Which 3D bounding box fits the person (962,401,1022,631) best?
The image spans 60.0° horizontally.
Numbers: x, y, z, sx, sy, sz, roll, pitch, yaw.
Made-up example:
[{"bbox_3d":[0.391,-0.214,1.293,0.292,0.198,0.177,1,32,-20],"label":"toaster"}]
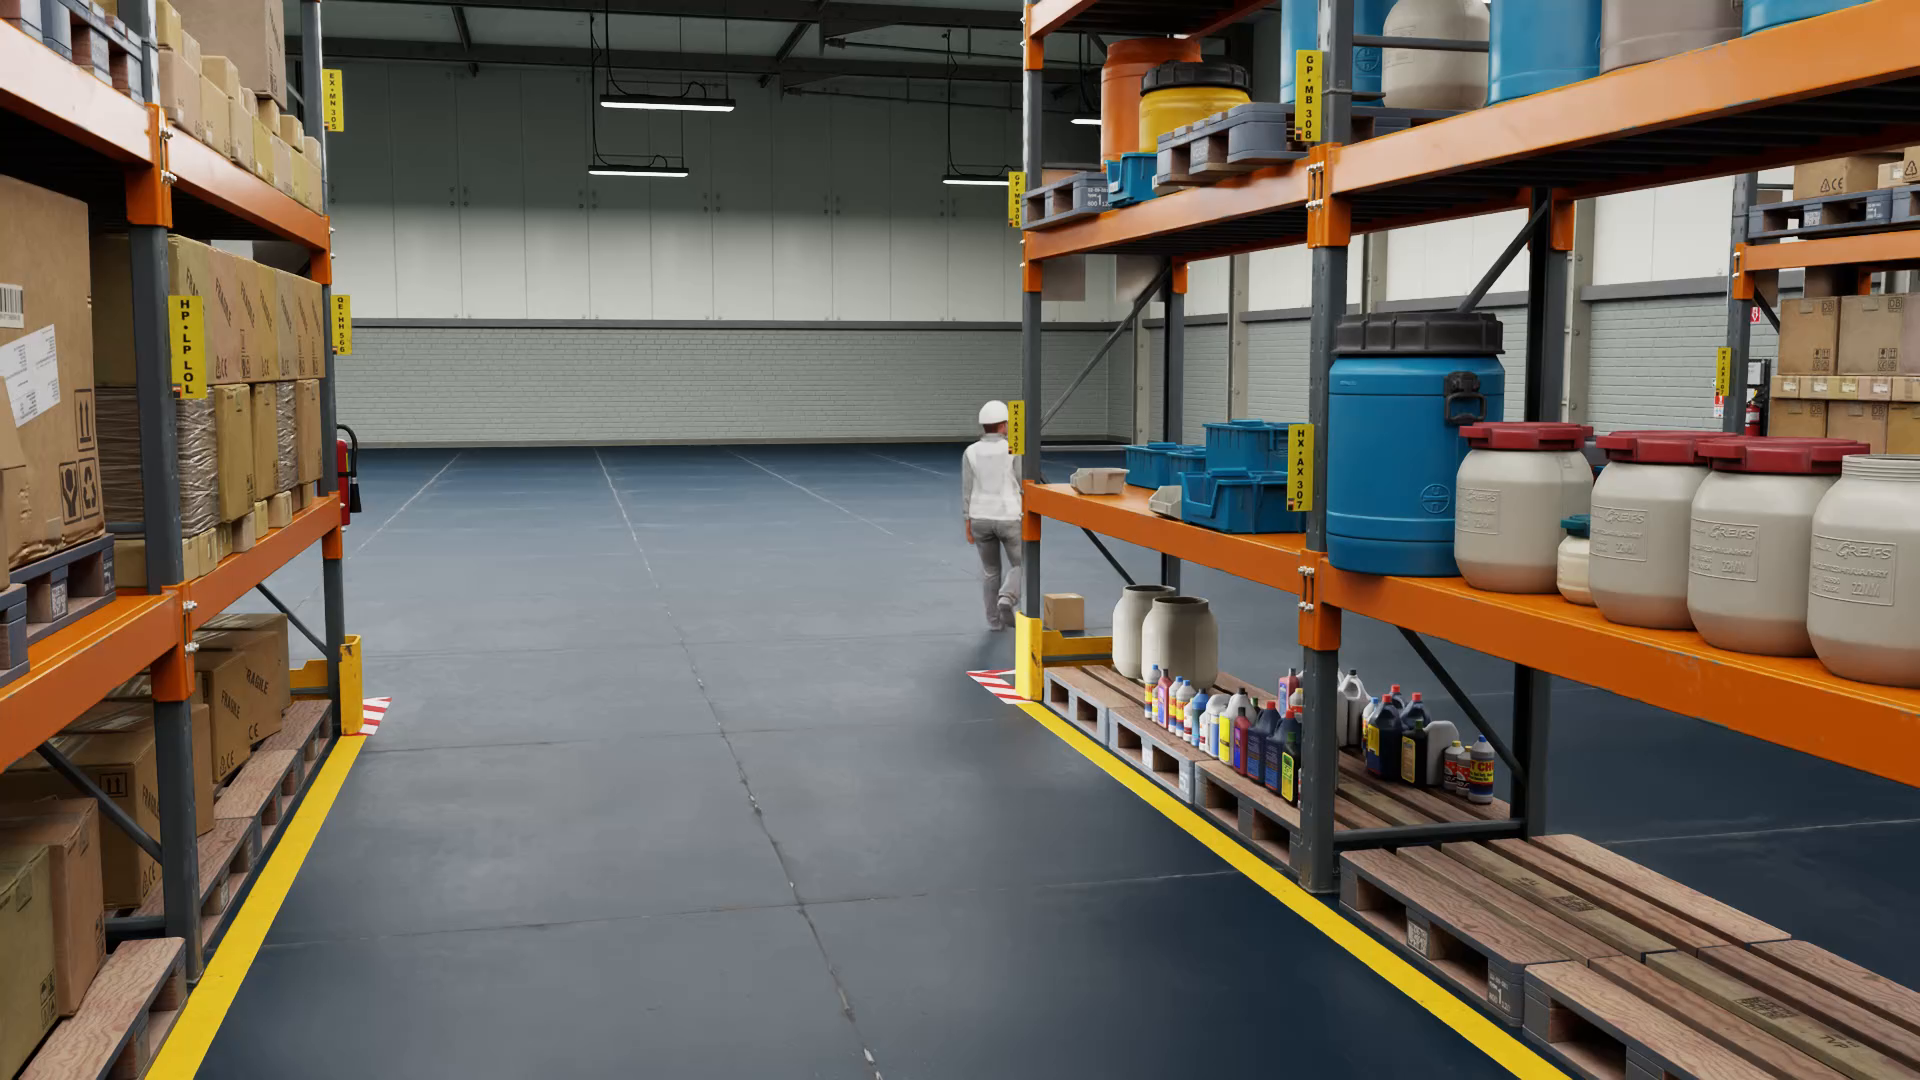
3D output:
[{"bbox_3d":[0.300,-0.166,12.446,0.549,1.750,0.753,2,6,18],"label":"person"}]
